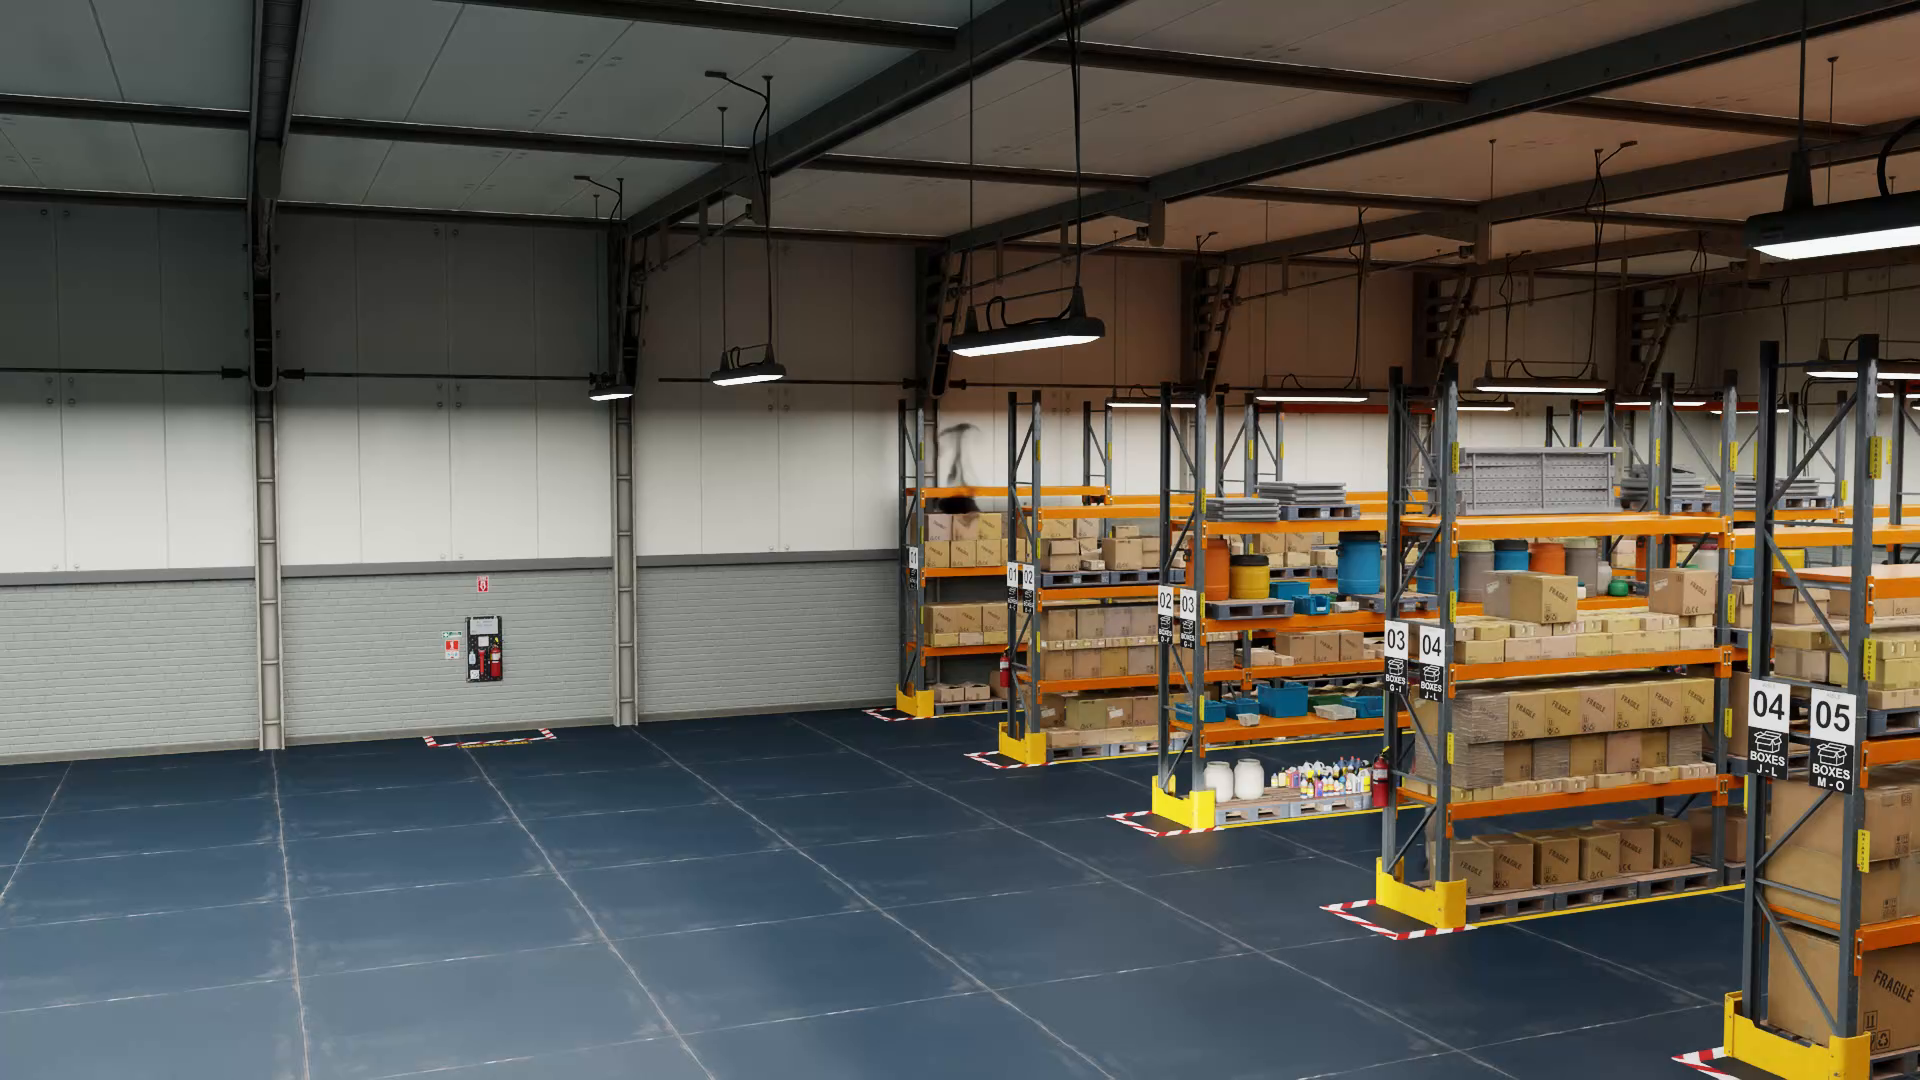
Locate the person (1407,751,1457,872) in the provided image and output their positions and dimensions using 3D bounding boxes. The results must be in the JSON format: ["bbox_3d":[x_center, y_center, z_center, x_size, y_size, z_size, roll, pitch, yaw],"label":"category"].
[{"bbox_3d":[5.777,3.159,20.195,0.835,1.818,0.680,-2,4,-29],"label":"person"}]
